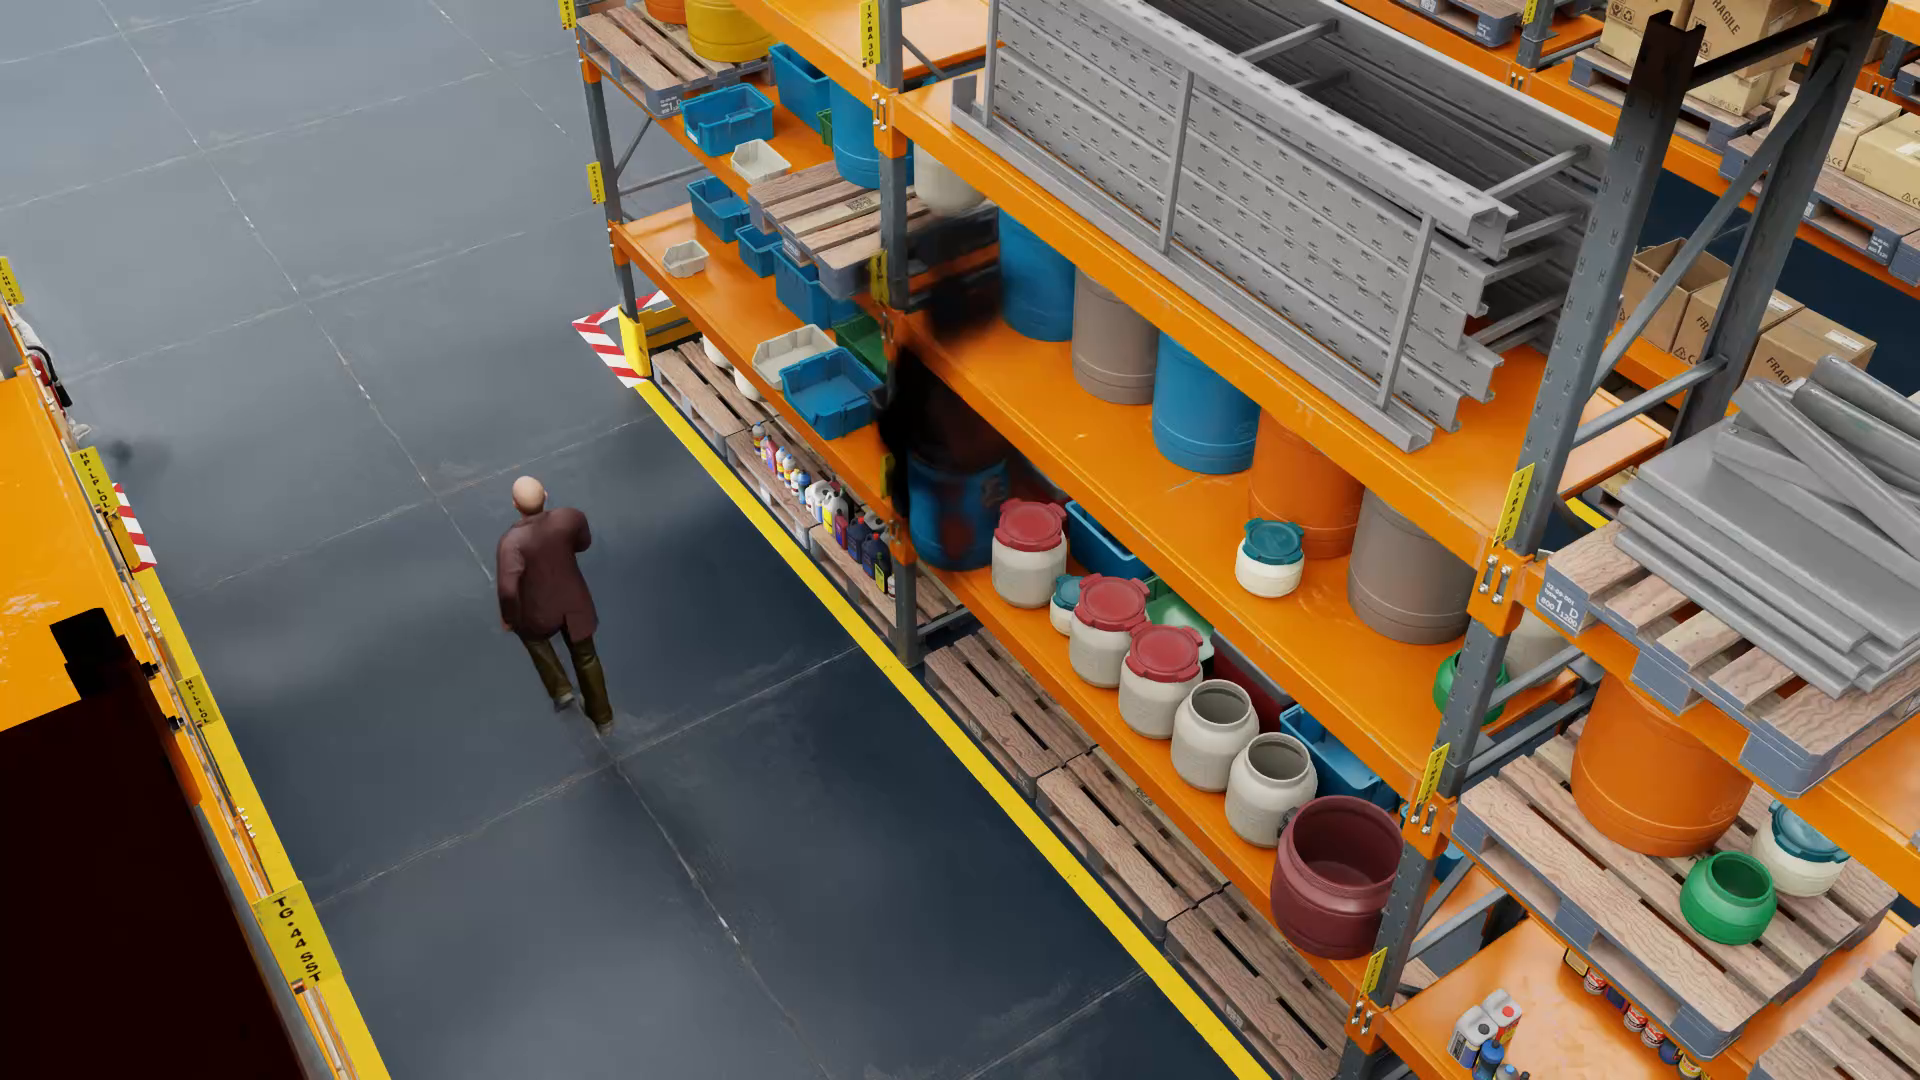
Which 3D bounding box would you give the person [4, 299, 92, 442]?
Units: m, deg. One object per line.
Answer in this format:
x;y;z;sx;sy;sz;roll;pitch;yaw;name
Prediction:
-6.783;-1.236;11.889;0.462;1.686;0.598;24;48;23;person

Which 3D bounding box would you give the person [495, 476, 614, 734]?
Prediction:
-2.390;0.369;9.662;0.687;1.837;0.830;-29;50;-28;person
